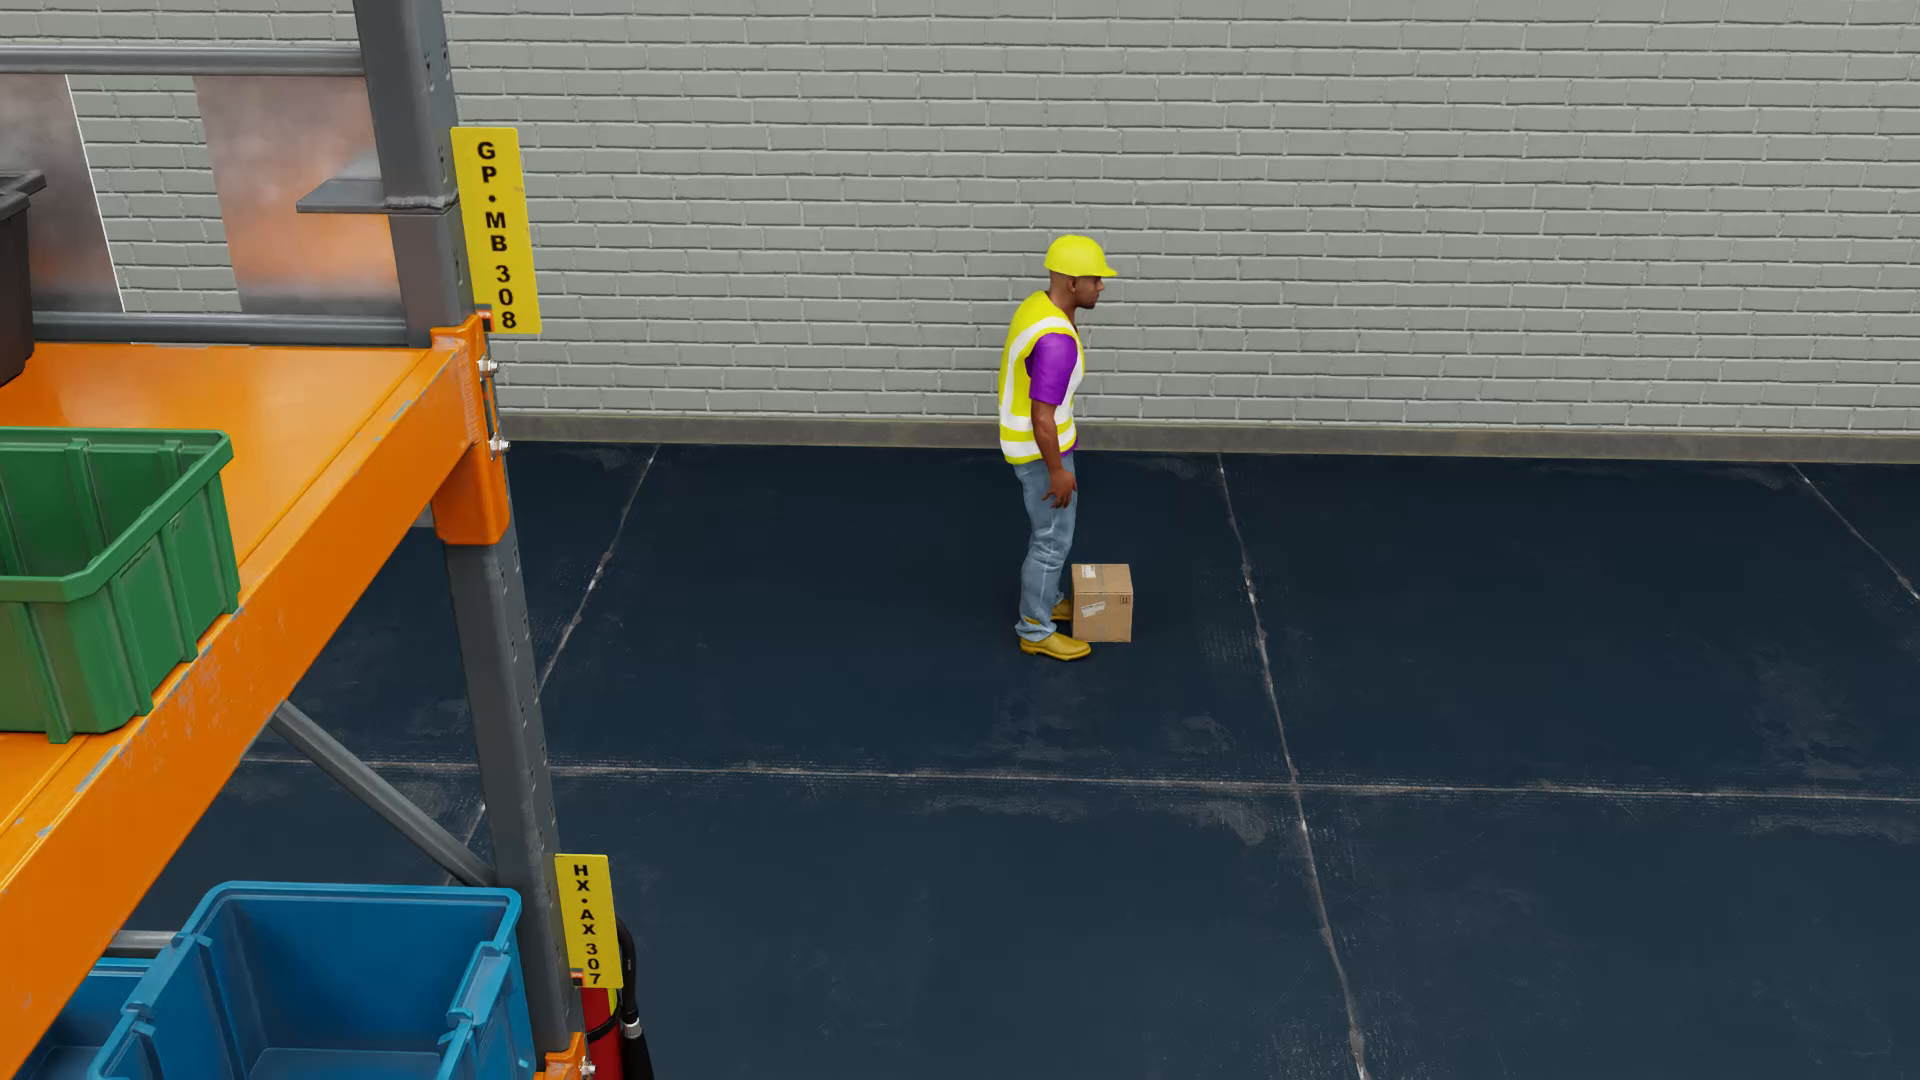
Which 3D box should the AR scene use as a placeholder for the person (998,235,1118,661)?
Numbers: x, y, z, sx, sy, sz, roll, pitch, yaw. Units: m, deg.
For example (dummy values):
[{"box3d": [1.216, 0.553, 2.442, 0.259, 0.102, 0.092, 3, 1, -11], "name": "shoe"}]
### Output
[{"box3d": [0.386, -0.393, 6.847, 0.463, 1.760, 0.633, 1, 28, 1], "name": "person"}]
